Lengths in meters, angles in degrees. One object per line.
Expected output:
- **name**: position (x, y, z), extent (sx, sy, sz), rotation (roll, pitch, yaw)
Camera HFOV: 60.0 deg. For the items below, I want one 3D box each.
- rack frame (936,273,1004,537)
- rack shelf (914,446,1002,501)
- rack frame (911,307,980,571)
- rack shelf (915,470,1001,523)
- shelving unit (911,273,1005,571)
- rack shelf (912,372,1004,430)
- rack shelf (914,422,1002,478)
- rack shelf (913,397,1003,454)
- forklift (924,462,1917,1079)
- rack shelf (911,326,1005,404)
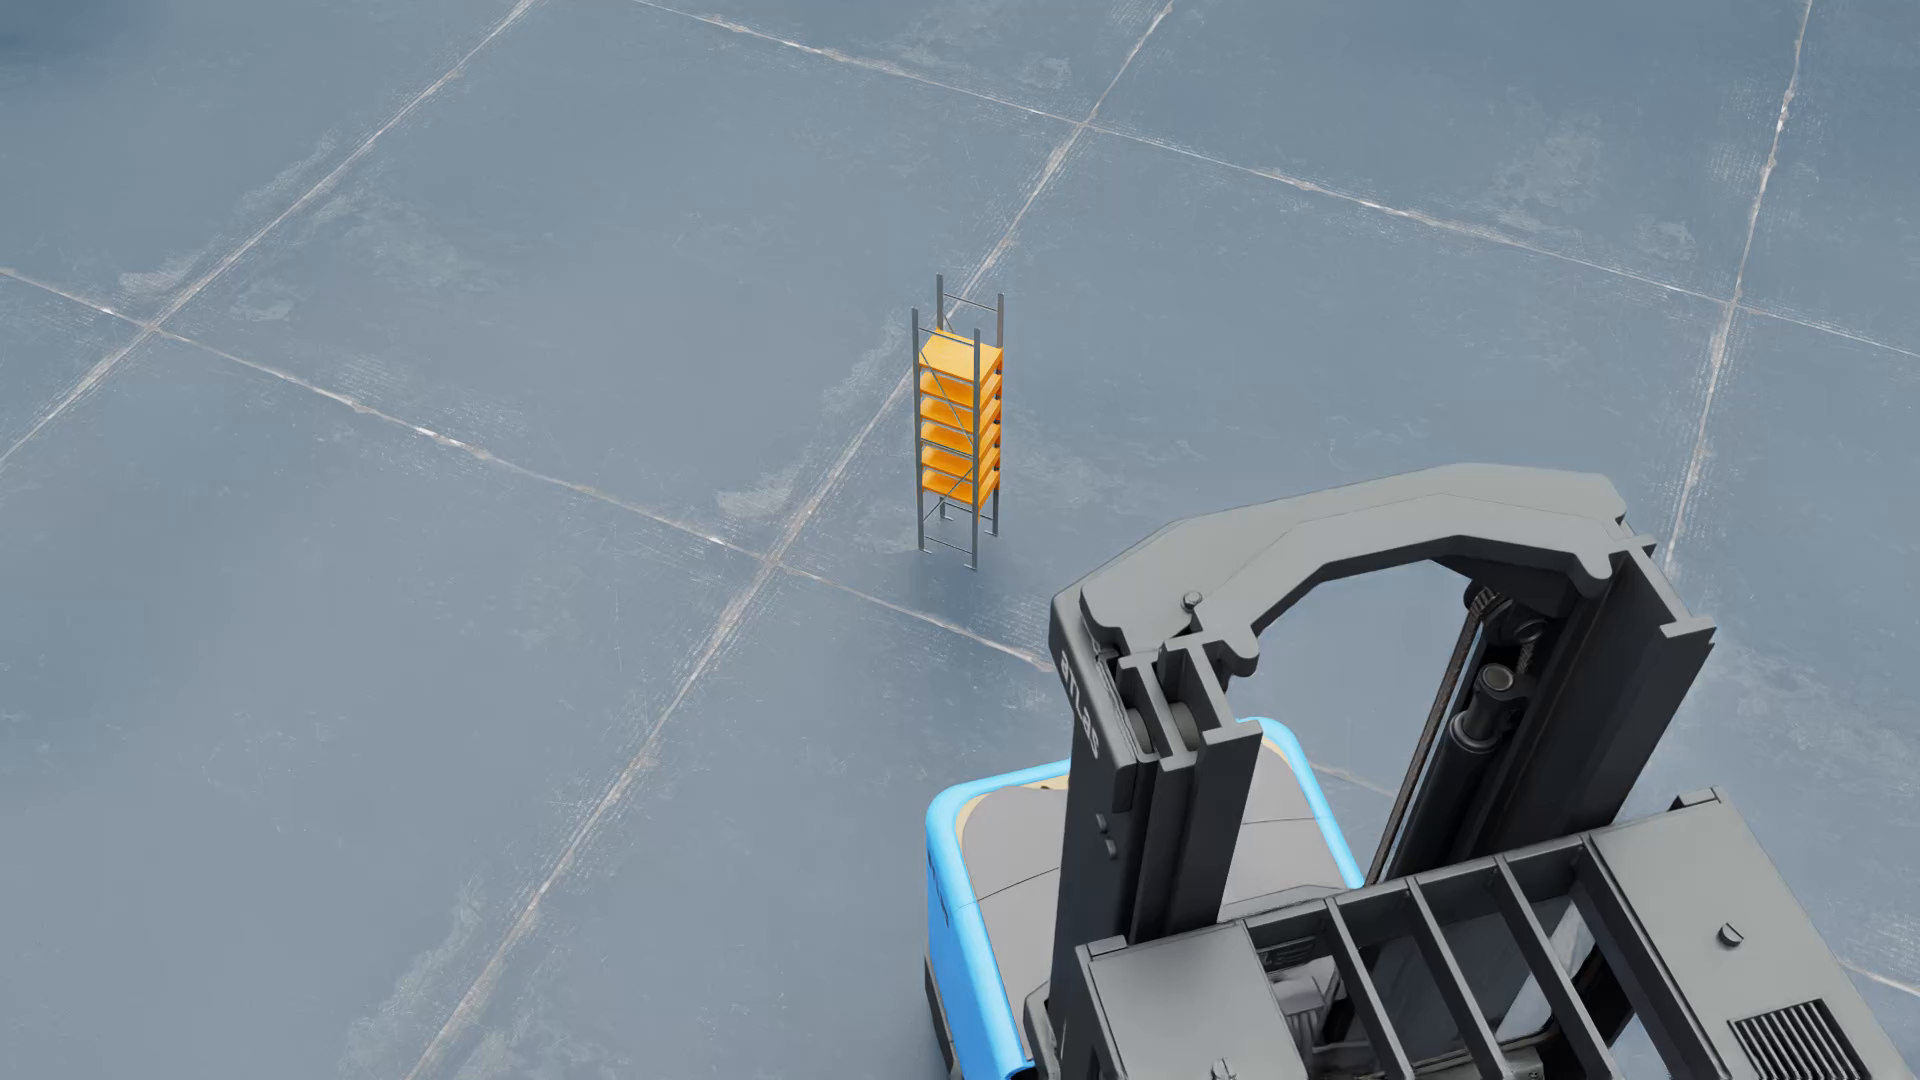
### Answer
- **rack frame**: position (0.033, -0.442, 5.838), extent (0.240, 1.200, 0.006), rotation (20, 52, 16)
- **rack shelf**: position (-0.006, -0.272, 5.910), extent (0.258, 0.103, 0.180), rotation (20, 52, 16)
- **rack frame**: position (-0.045, -0.316, 5.731), extent (0.240, 1.200, 0.006), rotation (20, 52, 16)
- **rack shelf**: position (-0.006, -0.195, 6.001), extent (0.258, 0.103, 0.180), rotation (20, 52, 16)
- **shelving unit**: position (-0.006, -0.379, 5.785), extent (0.258, 1.200, 0.189), rotation (20, 52, 16)
- **rack shelf**: position (-0.006, -0.506, 5.636), extent (0.258, 0.103, 0.180), rotation (20, 52, 16)
- **rack shelf**: position (-0.006, -0.350, 5.818), extent (0.258, 0.103, 0.180), rotation (20, 52, 16)
- **rack shelf**: position (-0.006, -0.428, 5.727), extent (0.258, 0.103, 0.180), rotation (20, 52, 16)
- **forklift**: position (0.772, 1.387, 3.145), extent (1.130, 2.935, 3.031), rotation (-12, 51, -10)
- **rack shelf**: position (-0.006, -0.583, 5.544), extent (0.258, 0.103, 0.180), rotation (20, 52, 16)
